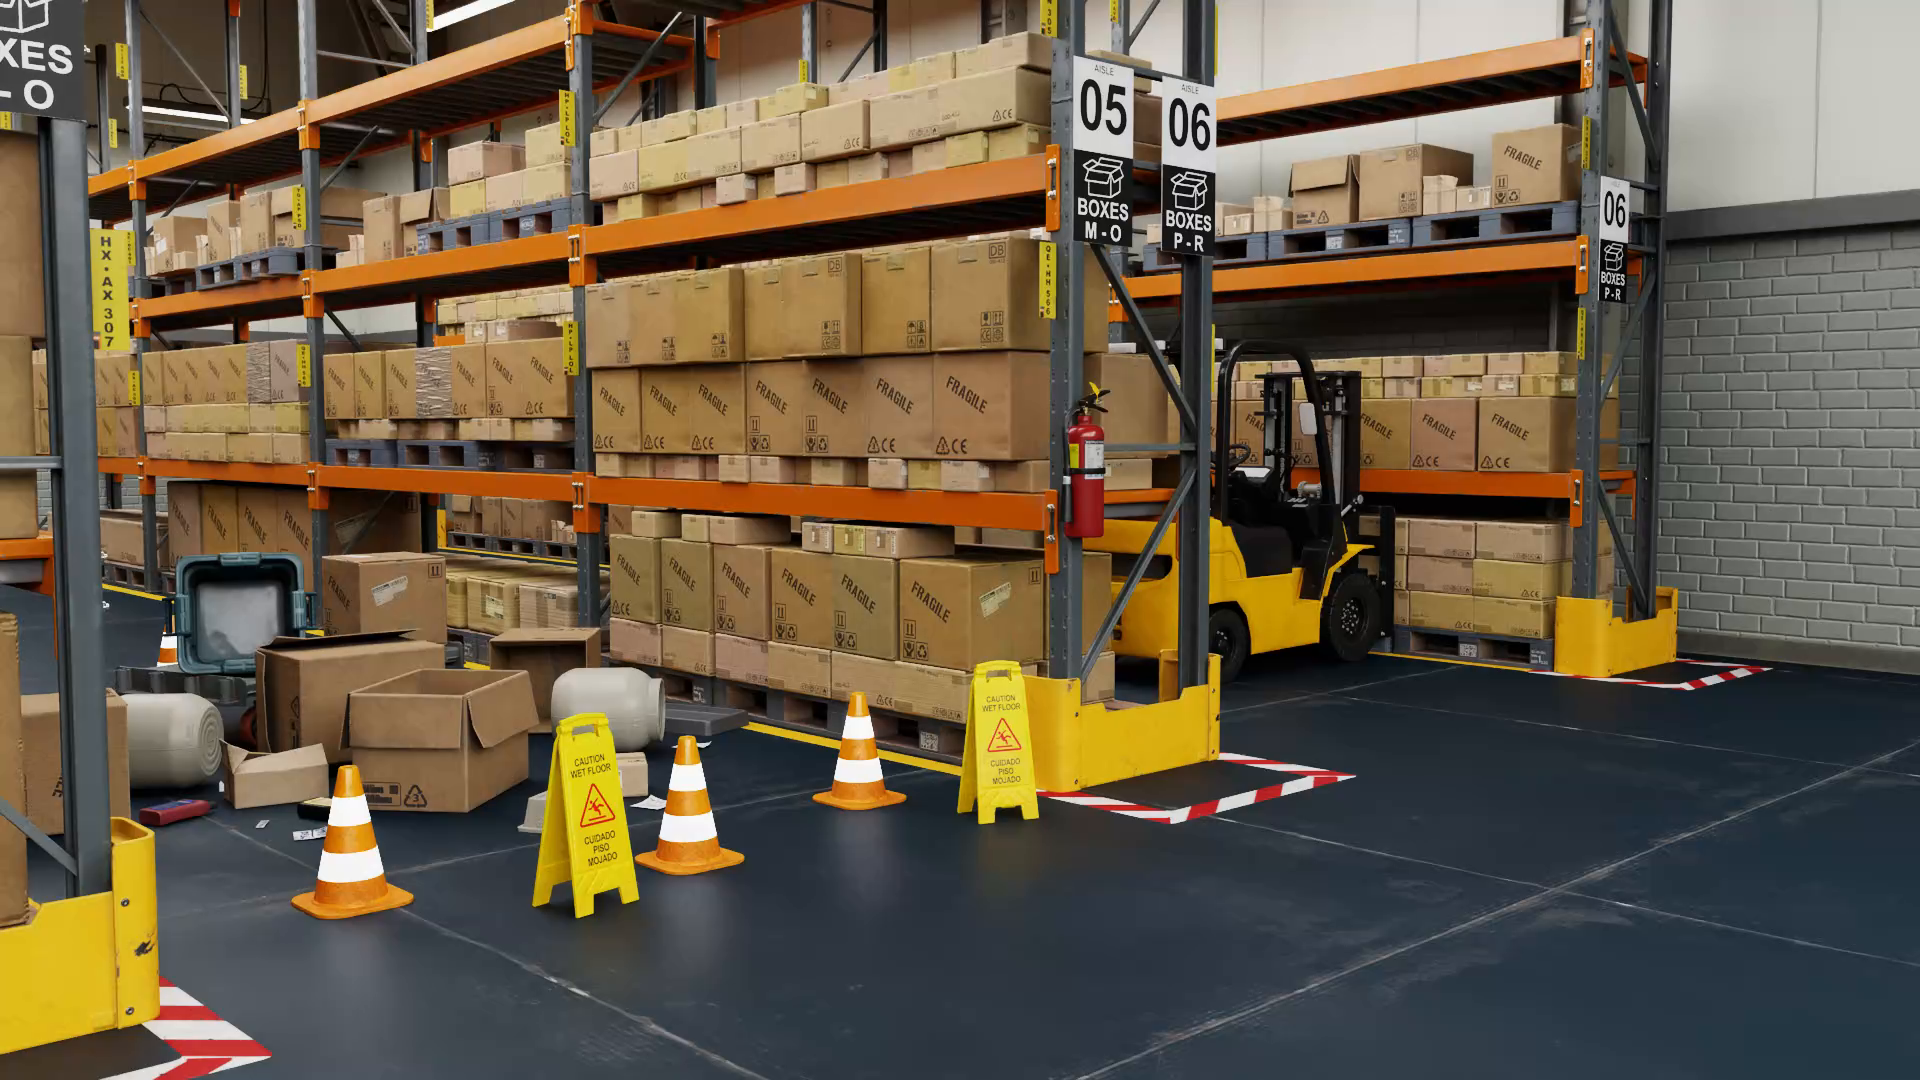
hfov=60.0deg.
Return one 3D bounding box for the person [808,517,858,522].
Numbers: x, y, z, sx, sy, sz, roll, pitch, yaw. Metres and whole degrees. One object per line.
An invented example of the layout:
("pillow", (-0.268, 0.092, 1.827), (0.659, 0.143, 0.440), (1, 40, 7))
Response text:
("person", (-1.024, -0.197, 13.943), (0.585, 1.655, 1.053), (-2, 4, -26))
